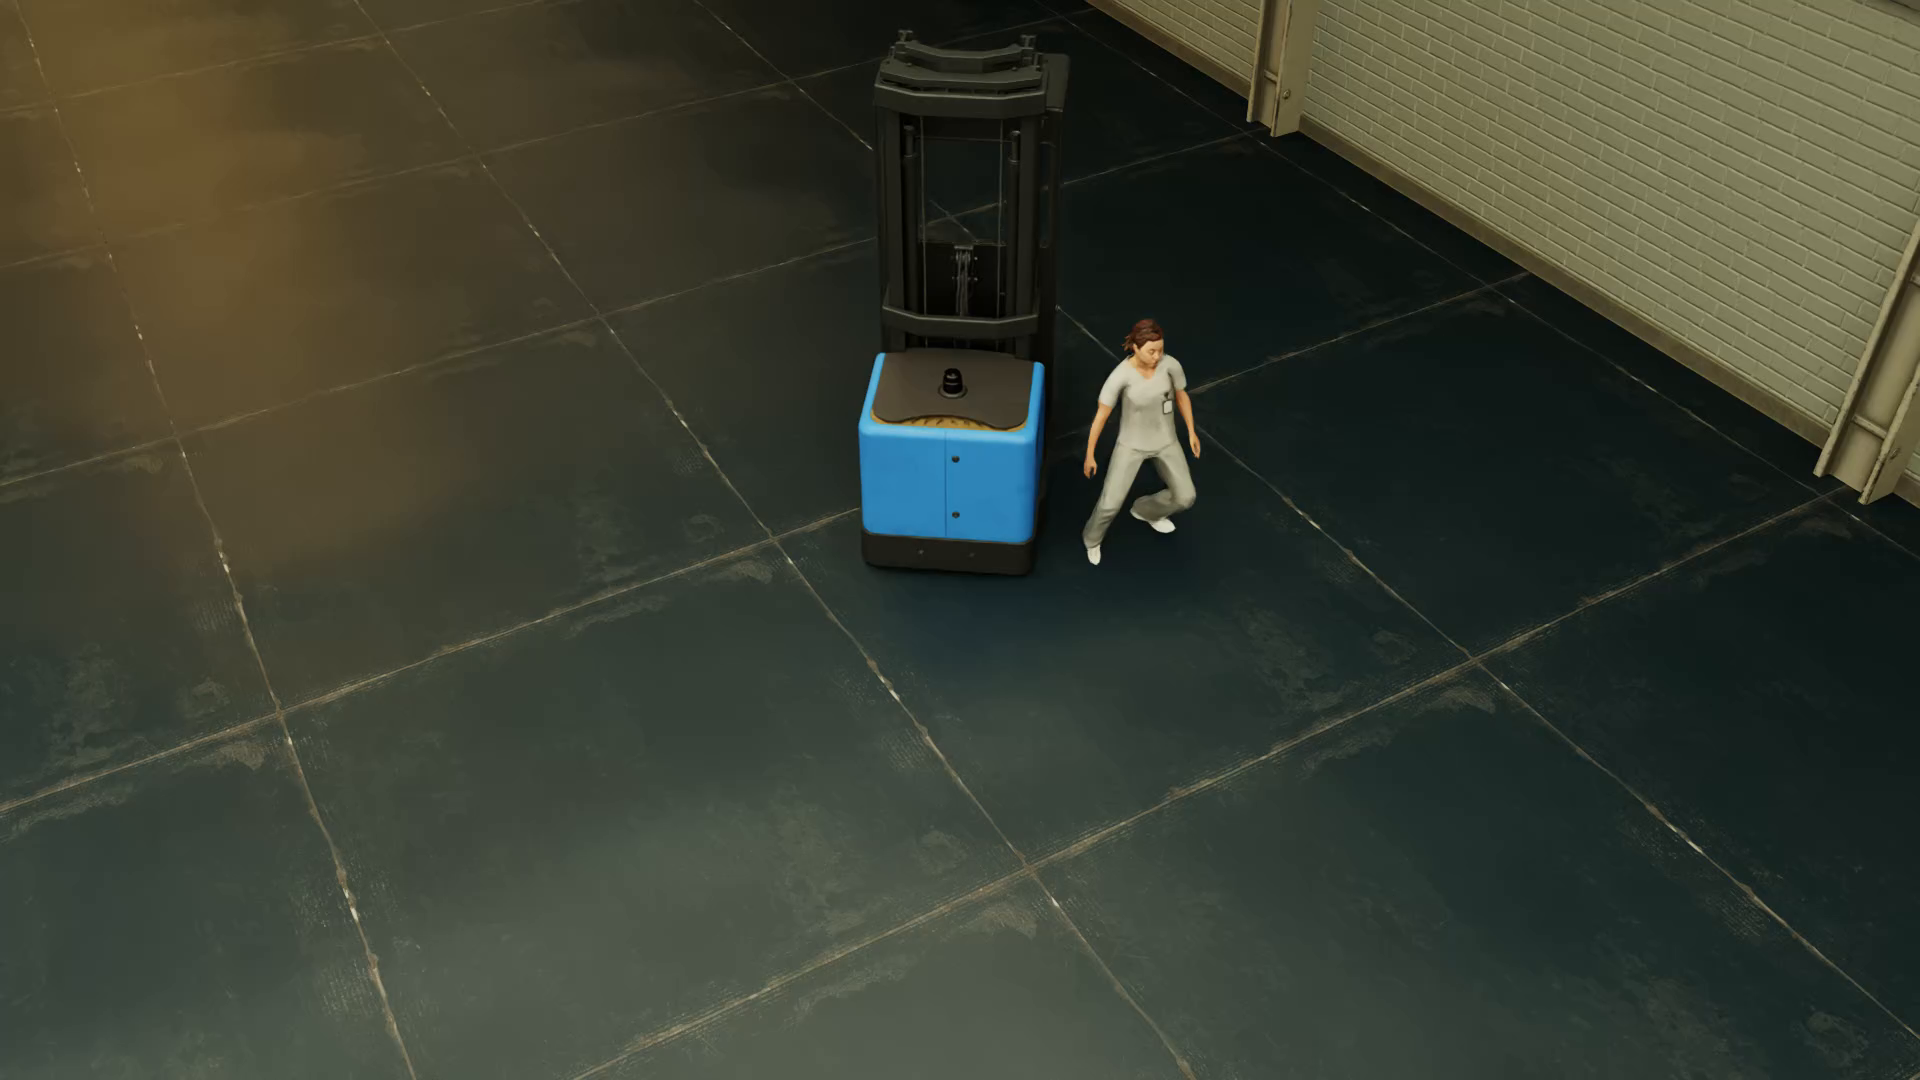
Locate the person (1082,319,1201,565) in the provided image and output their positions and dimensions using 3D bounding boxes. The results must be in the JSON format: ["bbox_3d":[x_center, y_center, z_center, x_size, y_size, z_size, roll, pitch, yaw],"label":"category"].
[{"bbox_3d":[1.050,-0.565,9.819,0.723,1.624,0.478,-7,40,-8],"label":"person"}]

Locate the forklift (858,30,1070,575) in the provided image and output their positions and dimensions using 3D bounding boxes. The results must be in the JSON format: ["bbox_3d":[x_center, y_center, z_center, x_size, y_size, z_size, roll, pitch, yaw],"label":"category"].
[{"bbox_3d":[0.073,-1.853,10.270,1.130,2.935,3.031,4,40,5],"label":"forklift"}]
